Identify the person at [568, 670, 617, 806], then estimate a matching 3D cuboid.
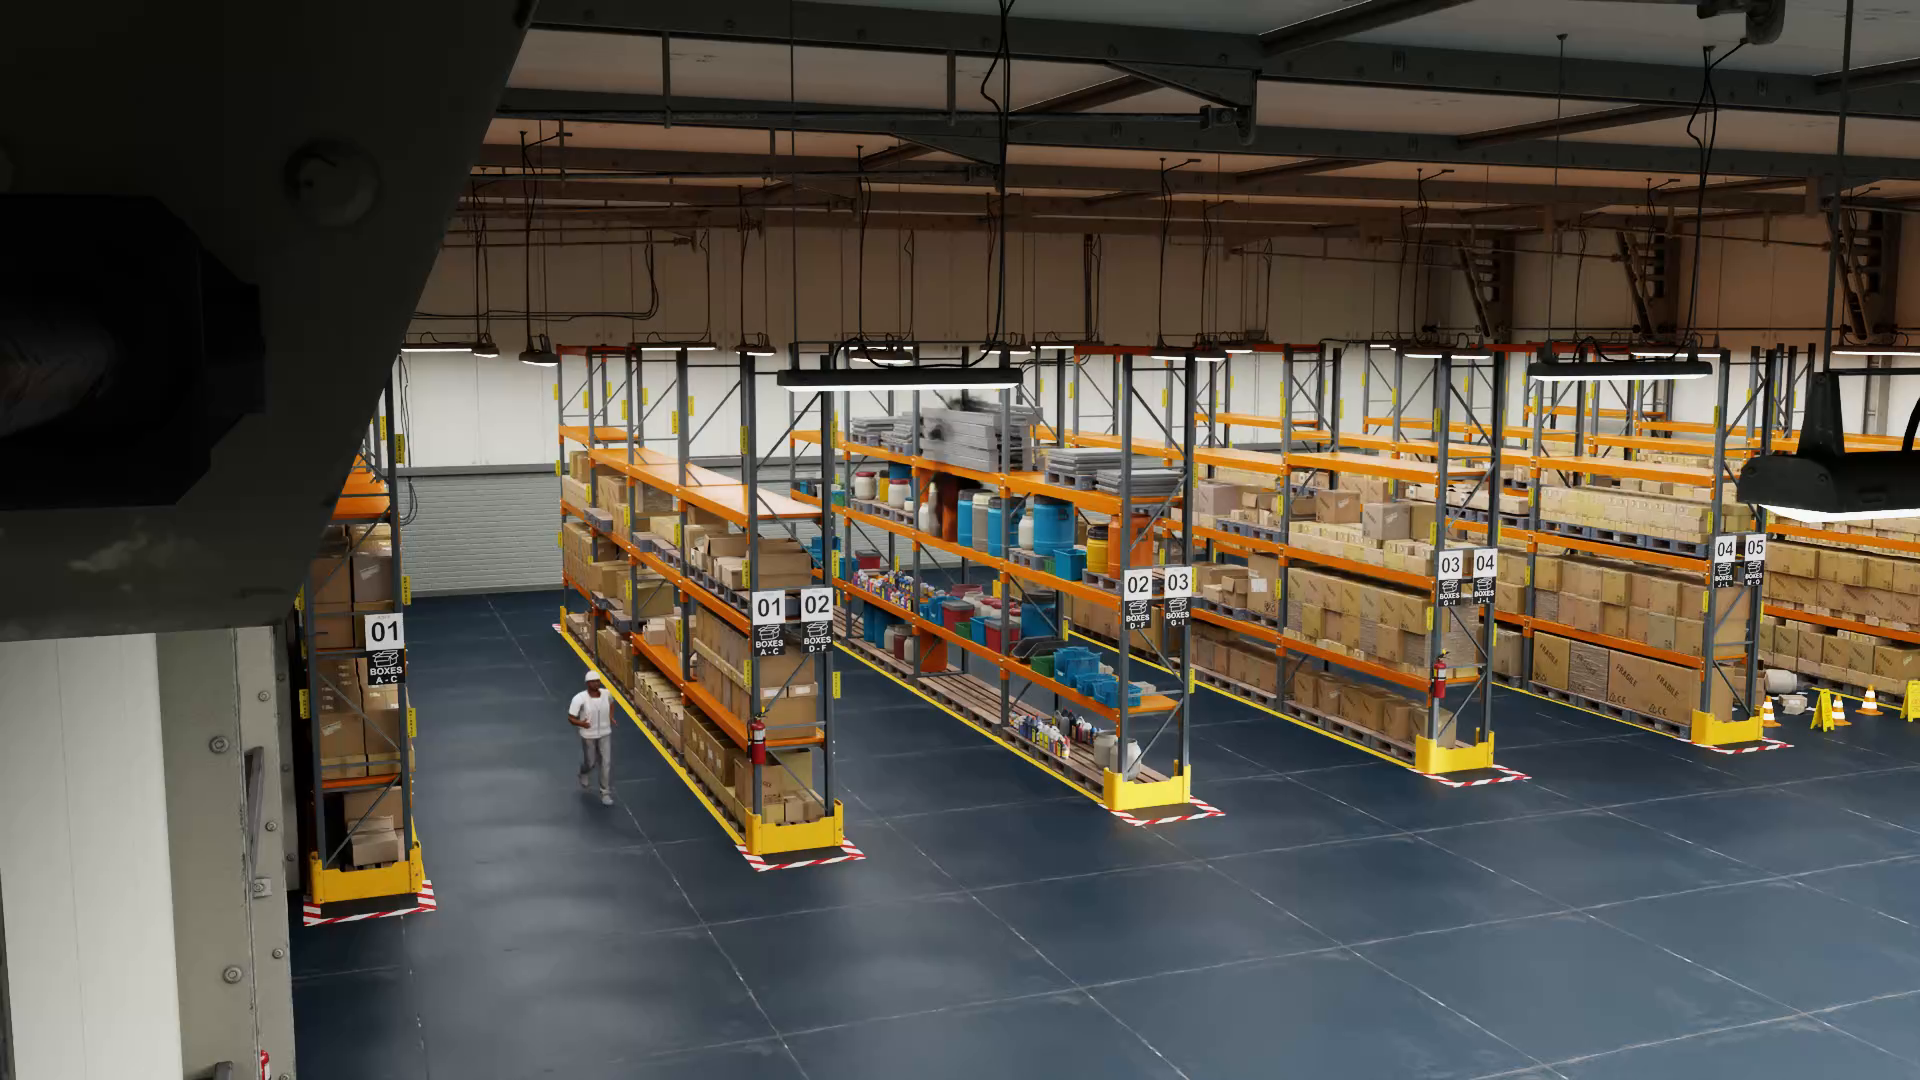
[{"bbox_3d":[-4.907,2.620,22.329,0.689,1.762,0.956,-4,9,-31],"label":"person"}]
